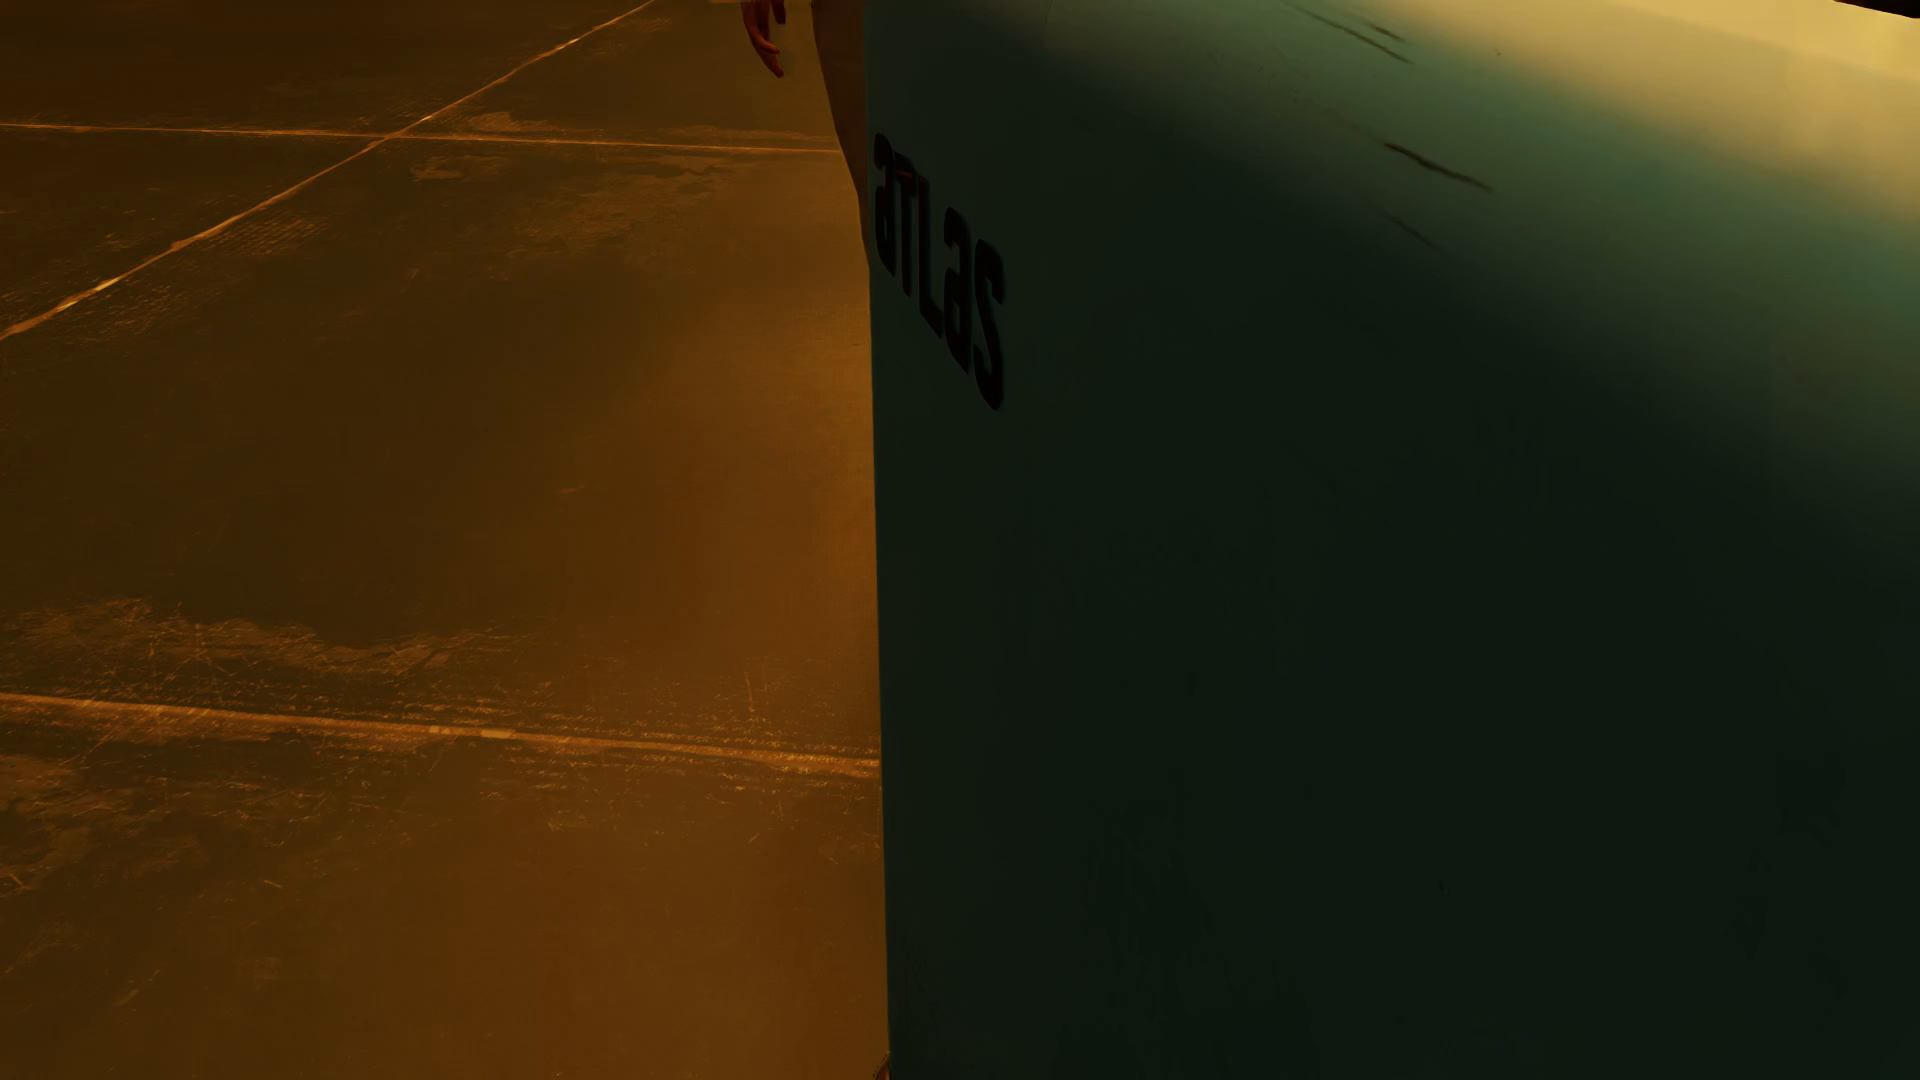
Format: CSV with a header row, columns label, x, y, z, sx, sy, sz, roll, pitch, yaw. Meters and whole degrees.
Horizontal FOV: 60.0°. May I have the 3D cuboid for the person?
label,x,y,z,sx,sy,sz,roll,pitch,yaw
person,0.026,-0.779,2.175,0.641,1.693,0.440,-6,27,-12
